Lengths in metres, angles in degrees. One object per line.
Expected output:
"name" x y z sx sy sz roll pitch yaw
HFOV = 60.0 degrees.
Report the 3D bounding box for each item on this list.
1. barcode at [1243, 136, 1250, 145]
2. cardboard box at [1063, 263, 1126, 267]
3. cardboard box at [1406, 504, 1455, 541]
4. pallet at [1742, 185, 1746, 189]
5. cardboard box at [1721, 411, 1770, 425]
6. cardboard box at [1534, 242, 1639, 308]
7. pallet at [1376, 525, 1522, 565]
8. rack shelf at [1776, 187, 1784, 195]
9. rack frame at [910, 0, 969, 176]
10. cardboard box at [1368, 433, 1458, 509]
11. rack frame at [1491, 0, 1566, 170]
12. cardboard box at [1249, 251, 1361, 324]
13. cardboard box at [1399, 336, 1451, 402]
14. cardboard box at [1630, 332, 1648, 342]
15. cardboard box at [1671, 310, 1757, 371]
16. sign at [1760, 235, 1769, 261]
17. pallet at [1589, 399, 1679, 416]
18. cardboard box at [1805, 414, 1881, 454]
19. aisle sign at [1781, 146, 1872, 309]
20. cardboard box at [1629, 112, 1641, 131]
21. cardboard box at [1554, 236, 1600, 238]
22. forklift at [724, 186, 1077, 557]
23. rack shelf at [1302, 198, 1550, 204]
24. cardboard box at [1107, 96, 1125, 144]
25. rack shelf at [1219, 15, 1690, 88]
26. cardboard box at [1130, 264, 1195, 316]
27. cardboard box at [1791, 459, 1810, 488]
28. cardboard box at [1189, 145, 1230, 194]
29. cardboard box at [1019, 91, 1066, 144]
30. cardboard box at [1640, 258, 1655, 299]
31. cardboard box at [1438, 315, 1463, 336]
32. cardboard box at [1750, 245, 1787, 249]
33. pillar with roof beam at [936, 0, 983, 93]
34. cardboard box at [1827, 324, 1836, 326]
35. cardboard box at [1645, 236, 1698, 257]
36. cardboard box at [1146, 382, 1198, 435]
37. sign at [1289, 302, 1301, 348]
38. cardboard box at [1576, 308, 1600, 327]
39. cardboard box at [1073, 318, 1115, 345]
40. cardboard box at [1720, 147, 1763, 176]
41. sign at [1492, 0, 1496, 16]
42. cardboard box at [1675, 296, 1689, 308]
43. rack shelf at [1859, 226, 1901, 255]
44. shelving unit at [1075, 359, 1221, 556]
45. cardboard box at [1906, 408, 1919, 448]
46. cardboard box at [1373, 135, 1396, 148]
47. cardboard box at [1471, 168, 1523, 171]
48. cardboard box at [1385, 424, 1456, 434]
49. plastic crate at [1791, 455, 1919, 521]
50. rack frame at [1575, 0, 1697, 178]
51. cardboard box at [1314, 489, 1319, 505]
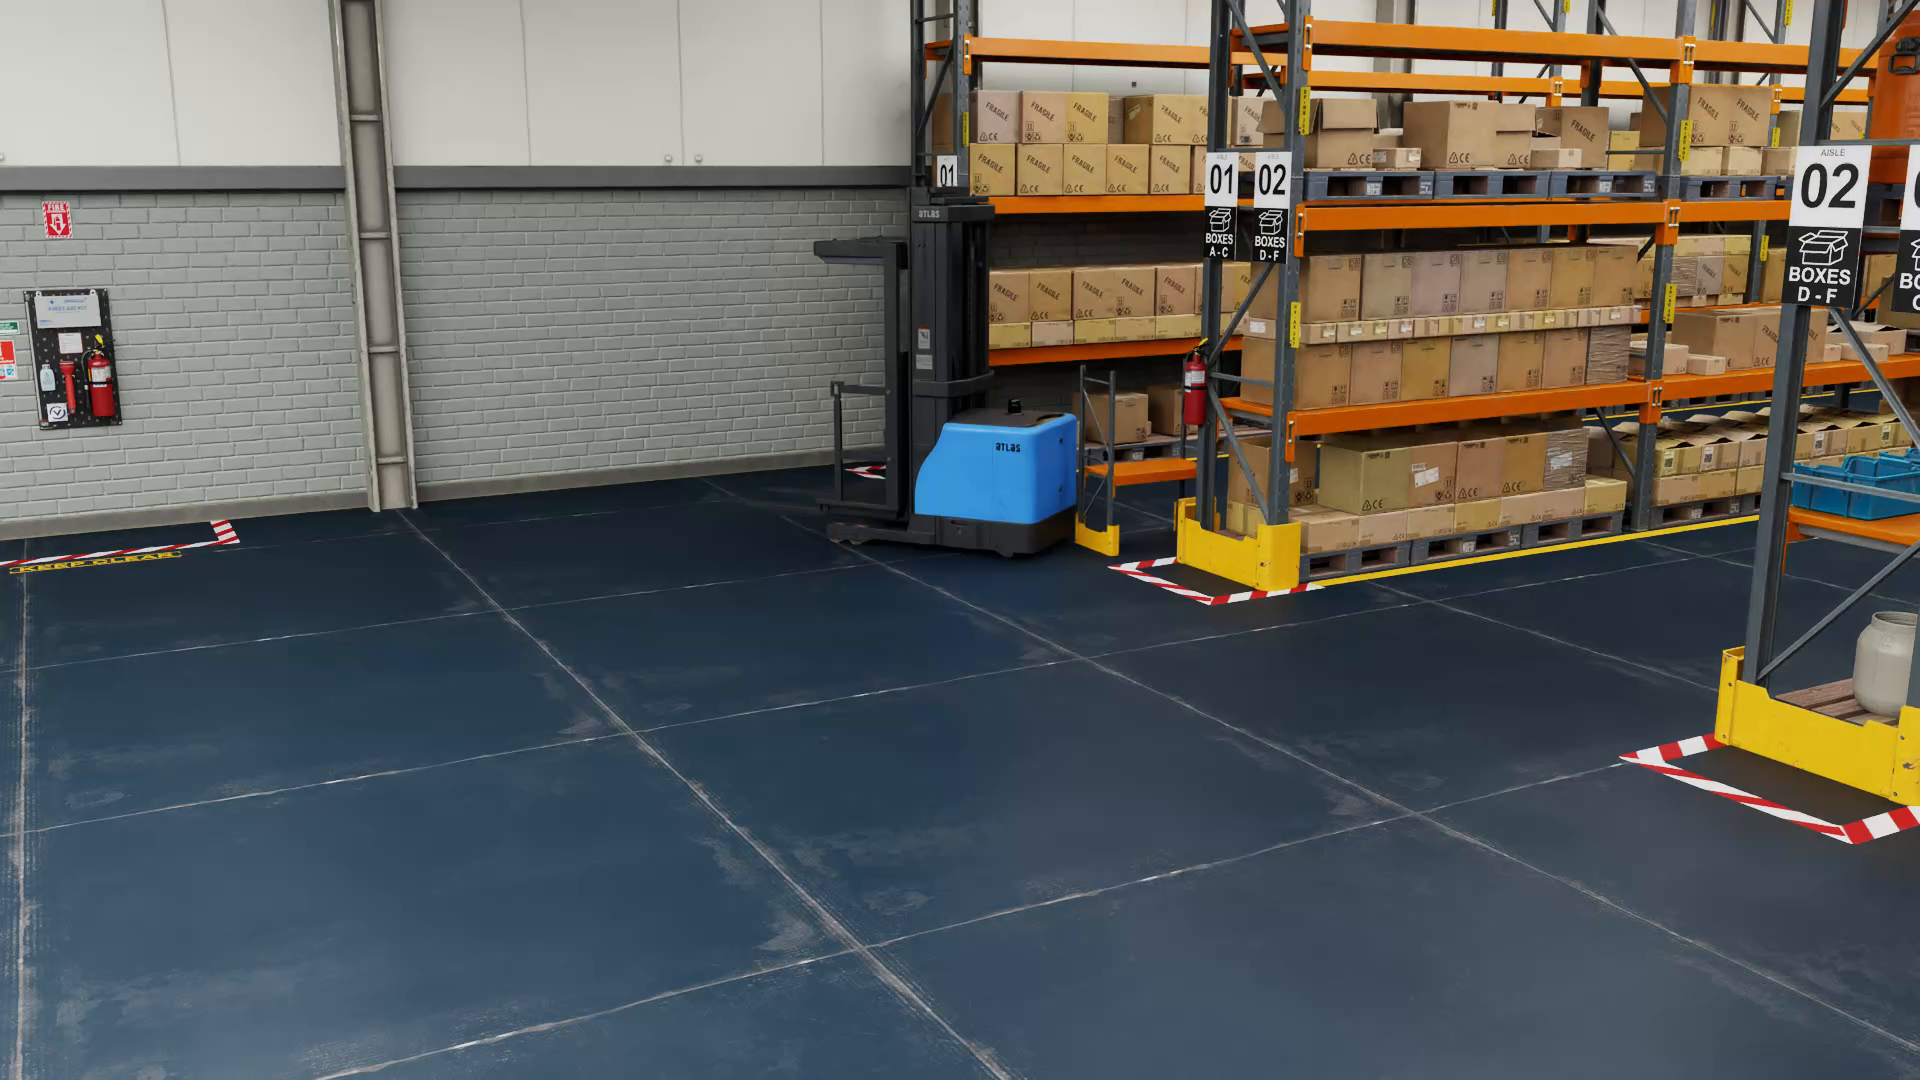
"barcode" 2.203 -3.078 12.800 0.075 0.075 0.001 -7 14 -28
"cardboard box" 1.444 -2.713 17.921 0.500 0.500 0.500 -7 14 -27
"cardboard box" 3.622 -0.189 13.425 0.500 0.250 0.500 -7 14 -28
"pallet" 9.544 -4.687 21.710 1.217 0.209 0.805 -8 15 -30
"cardboard box" 7.685 -1.077 16.090 0.500 0.311 0.500 -7 15 -29
"cardboard box" 5.293 -2.261 14.143 0.500 0.500 0.700 -7 14 -28
"pallet" 3.890 -0.062 13.905 1.213 0.211 1.003 -7 14 -28
"rack shelf" 12.080 -4.746 23.173 4.000 0.370 1.077 -7 14 -28
"rack frame" -0.208 -5.088 16.221 0.127 3.000 1.000 -7 14 -28
"cardboard box" 3.617 -0.558 13.353 0.500 0.500 0.500 -7 14 -28
"rack frame" 6.814 -5.929 19.960 0.127 3.000 1.000 -7 14 -28
"cardboard box" 2.631 -1.941 12.718 0.500 0.500 0.700 -7 14 -28
"cardboard box" 3.482 -1.409 13.312 0.500 0.500 0.700 -7 14 -27
"cardboard box" 8.294 -2.302 21.444 0.750 0.750 0.750 -7 14 -28
"cardboard box" 6.824 -1.809 15.089 0.500 0.500 0.500 -6 14 -24
"sign" 10.593 -3.846 21.910 0.005 0.325 0.100 -7 14 -28
"pallet" 8.612 -1.838 21.795 1.213 0.211 1.003 -7 14 -28
"cardboard box" 8.396 -1.027 15.869 0.500 0.311 0.500 -7 14 -29
"aisle sign" 4.334 -1.570 8.331 0.004 0.787 0.394 -7 14 -28
"cardboard box" 9.012 -5.388 21.448 0.500 0.250 0.500 -7 15 -30
"cardboard box" 7.996 -3.777 21.401 0.500 0.250 0.500 -7 15 -29
"forklift" -0.565 -1.488 14.044 3.031 2.935 1.130 6 14 24
"rack shelf" 5.059 -3.905 19.434 4.000 0.370 1.077 -7 14 -28
"cardboard box" 1.407 -4.425 17.557 0.500 0.500 0.500 -7 14 -28
"rack shelf" 3.924 -3.798 13.038 4.000 0.370 1.077 -7 14 -28
"cardboard box" 2.154 -2.670 17.731 0.500 0.500 0.500 -7 15 -29
"cardboard box" 7.502 -0.647 15.460 0.500 0.250 0.500 -7 14 -27
"cardboard box" 2.528 -3.952 17.733 0.500 0.500 0.500 -8 15 -33
"cardboard box" 0.711 -4.207 16.590 0.500 0.500 0.500 -7 14 -29
"cardboard box" 8.717 -3.370 21.299 0.500 0.500 0.500 -6 14 -26
"cardboard box" 3.746 -1.708 13.160 0.250 0.149 0.380 -7 14 -29
"cardboard box" 11.452 -3.699 23.032 0.700 0.700 0.980 -7 15 -29
"pillar with roof beam" 2.055 -4.498 13.602 0.400 9.000 9.100 -7 14 -28
"cardboard box" 12.619 -3.025 23.978 0.250 0.149 0.380 -7 14 -27
"cardboard box" 9.136 -3.789 21.454 0.500 0.250 0.500 -7 14 -27
"cardboard box" 2.411 -1.460 18.456 0.500 0.500 0.500 -8 15 -32
"sign" 2.430 -1.560 12.057 0.005 0.325 0.100 -7 14 -28
"cardboard box" 5.097 -1.869 13.878 0.250 0.149 0.380 -7 15 -30
"cardboard box" 1.272 -2.197 17.338 0.500 0.250 0.500 -7 15 -29
"cardboard box" 6.706 -3.344 14.689 0.500 0.250 0.500 -8 15 -33
"sign" 6.545 -6.569 20.314 0.005 0.325 0.100 -7 14 -28
"cardboard box" 9.255 -3.119 21.662 0.250 0.149 0.380 -7 14 -28
"rack shelf" 6.295 -1.575 9.080 4.000 0.370 1.077 -7 14 -28
"shelving unit" 1.575 -0.709 13.846 1.083 1.500 0.587 -6 14 -26
"cardboard box" 9.727 -1.036 16.573 0.500 0.500 0.500 -6 14 -25
"cardboard box" 3.053 -3.042 13.029 0.500 0.250 0.500 -7 14 -28
"cardboard box" 6.311 -4.304 19.729 0.500 0.311 0.500 -7 14 -28
"cardboard box" 3.807 -0.710 14.031 0.500 0.500 0.500 -7 14 -28
"plastic crate" 4.835 -0.289 8.902 0.616 0.251 0.499 -7 14 -28
"rack frame" 5.680 -4.554 13.850 0.127 3.000 1.000 -7 14 -28
"cardboard box" 2.931 -0.238 13.642 0.500 0.250 0.500 -7 14 -28
